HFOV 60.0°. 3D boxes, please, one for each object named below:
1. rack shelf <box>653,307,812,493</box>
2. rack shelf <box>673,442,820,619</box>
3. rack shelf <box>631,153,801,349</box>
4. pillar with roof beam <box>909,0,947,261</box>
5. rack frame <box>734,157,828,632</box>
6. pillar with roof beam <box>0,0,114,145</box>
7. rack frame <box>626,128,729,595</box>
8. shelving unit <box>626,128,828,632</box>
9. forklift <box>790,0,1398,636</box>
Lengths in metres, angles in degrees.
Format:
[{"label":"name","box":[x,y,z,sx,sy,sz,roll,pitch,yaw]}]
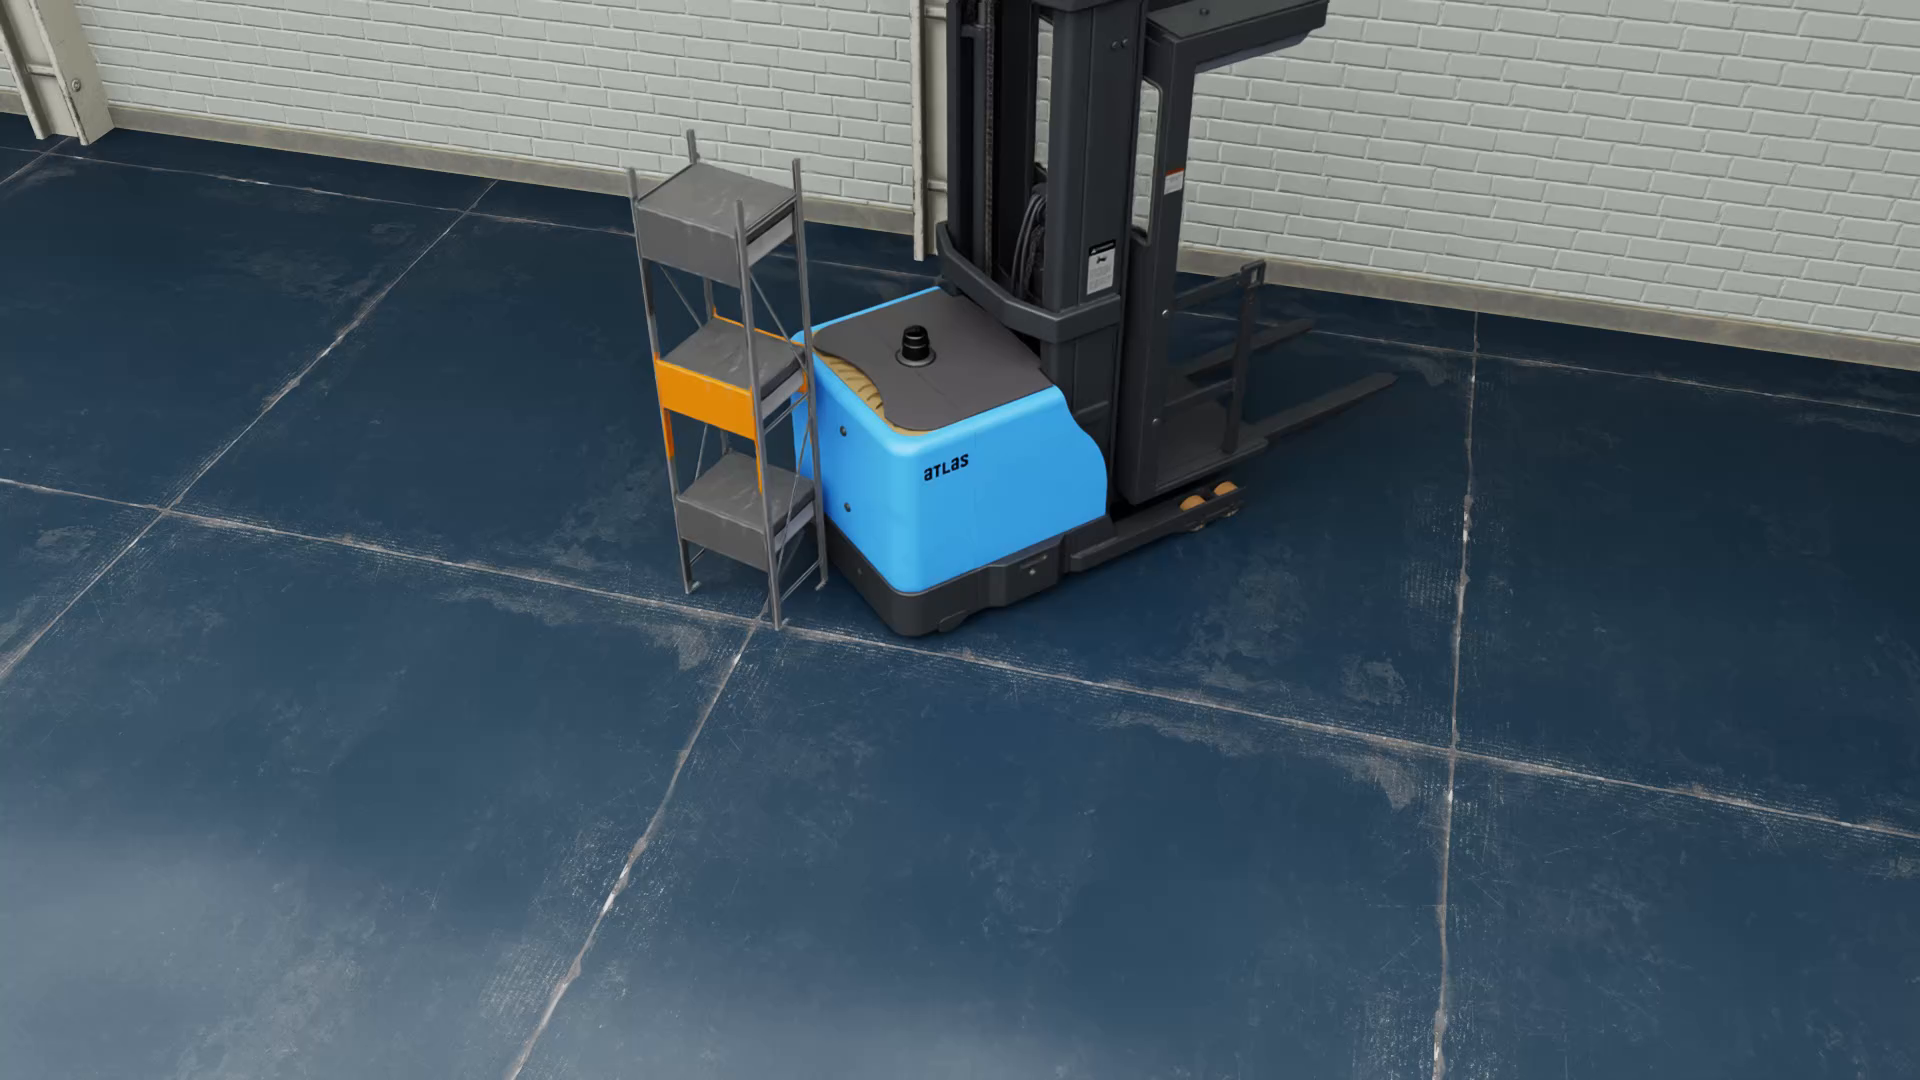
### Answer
[{"label":"rack shelf","box":[-0.916,-0.581,6.855,0.480,0.518,0.431,20,44,22]},{"label":"rack shelf","box":[-0.916,-0.045,7.305,0.480,0.518,0.431,20,44,22]},{"label":"rack shelf","box":[-0.916,-1.117,6.405,0.480,0.518,0.431,20,44,22]},{"label":"pillar with roof beam","box":[-1.152,-2.473,3.722,0.400,9.000,9.100,10,41,11]},{"label":"rack frame","box":[-0.704,-0.513,6.753,0.015,2.100,0.400,20,44,22]},{"label":"pillar with roof beam","box":[-6.948,-3.470,4.910,0.400,9.000,9.100,10,41,11]},{"label":"rack frame","box":[-1.127,-0.670,6.939,0.015,2.100,0.400,20,44,22]},{"label":"shelving unit","box":[-0.916,-0.591,6.846,0.503,2.100,0.431,20,44,22]},{"label":"forklift","box":[0.758,-1.431,7.199,3.031,2.935,1.130,-22,45,-24]}]
